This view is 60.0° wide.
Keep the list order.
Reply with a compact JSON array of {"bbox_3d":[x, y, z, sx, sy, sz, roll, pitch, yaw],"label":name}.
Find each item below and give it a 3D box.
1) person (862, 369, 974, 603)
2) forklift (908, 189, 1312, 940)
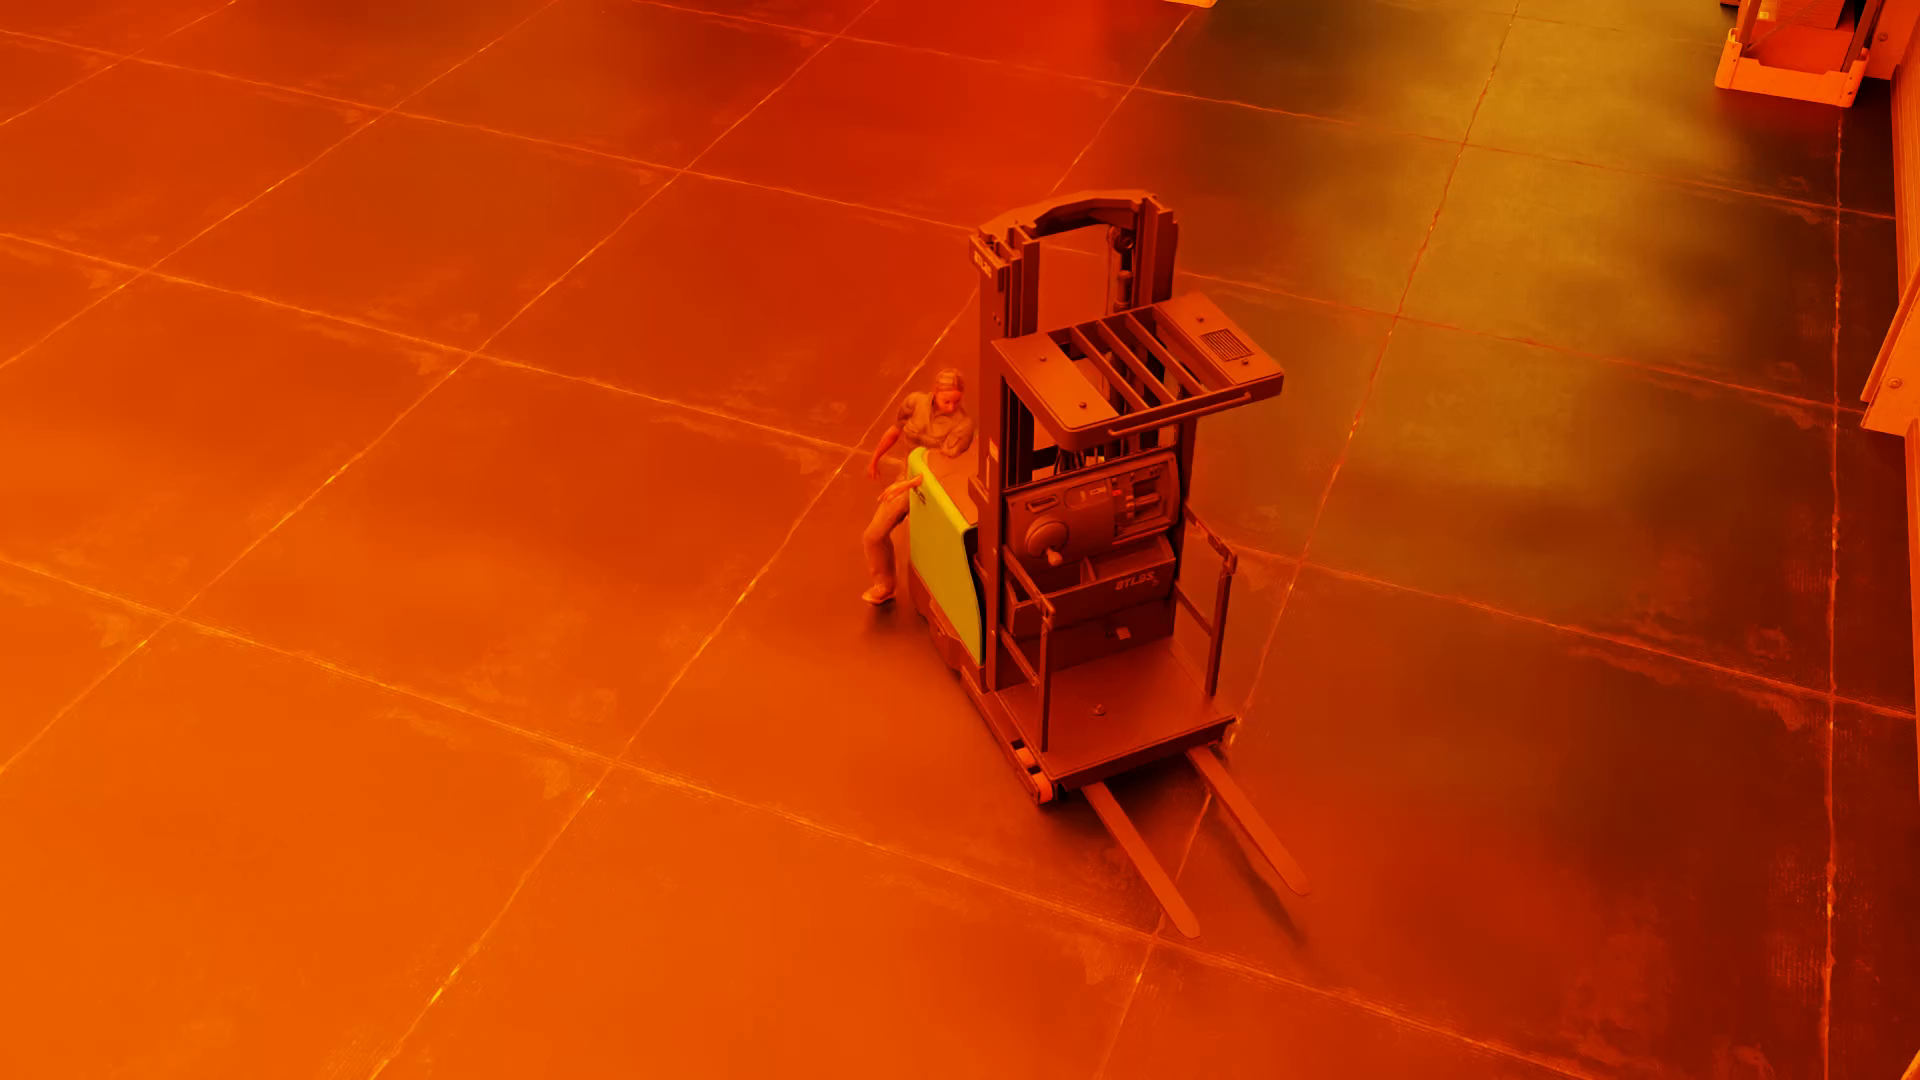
[{"bbox_3d":[-0.210,-0.302,9.476,0.743,1.540,0.866,15,42,17],"label":"person"},{"bbox_3d":[0.757,-0.070,8.090,1.130,2.935,3.031,-16,43,-18],"label":"forklift"}]
